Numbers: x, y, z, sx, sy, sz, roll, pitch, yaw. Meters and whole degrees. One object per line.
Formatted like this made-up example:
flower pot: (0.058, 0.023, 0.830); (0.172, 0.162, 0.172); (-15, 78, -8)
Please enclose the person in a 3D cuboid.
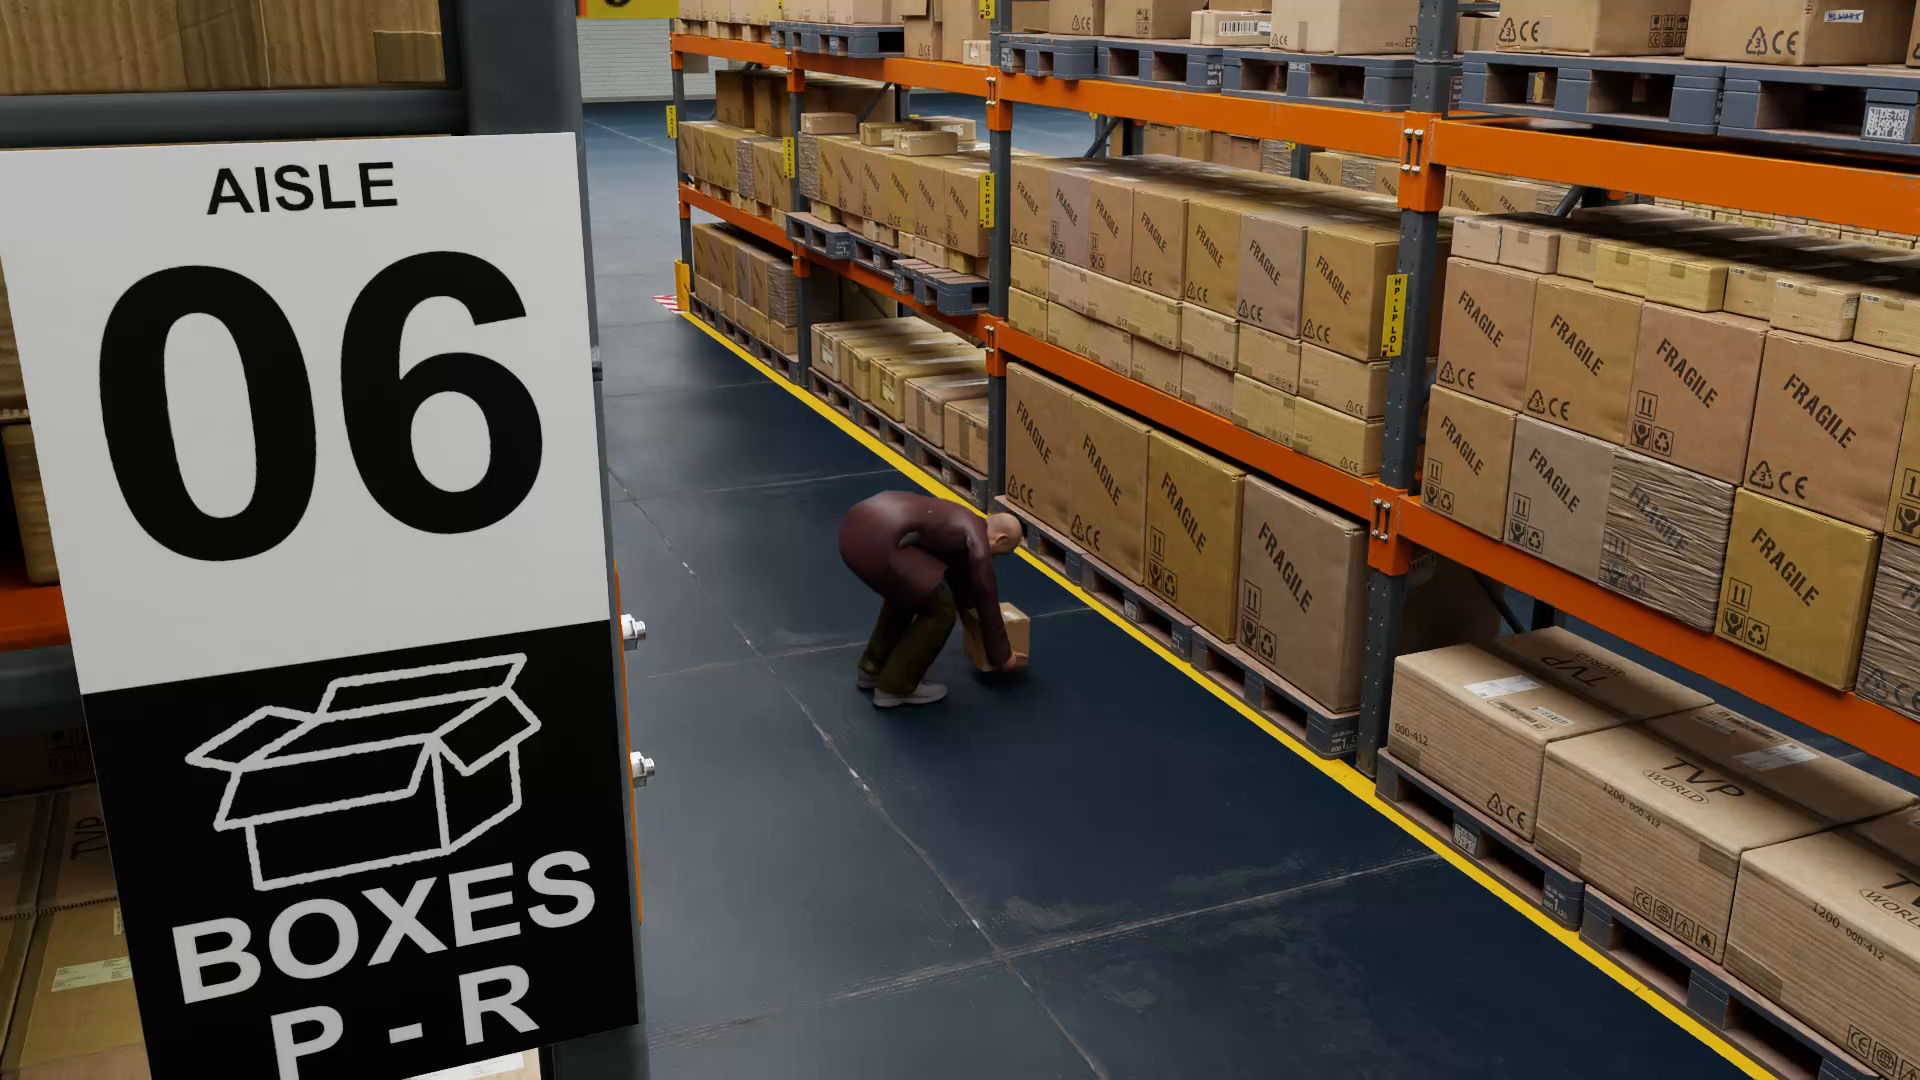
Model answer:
person: (-0.130, 0.236, 8.062); (0.943, 1.024, 0.589); (-9, 21, -25)
